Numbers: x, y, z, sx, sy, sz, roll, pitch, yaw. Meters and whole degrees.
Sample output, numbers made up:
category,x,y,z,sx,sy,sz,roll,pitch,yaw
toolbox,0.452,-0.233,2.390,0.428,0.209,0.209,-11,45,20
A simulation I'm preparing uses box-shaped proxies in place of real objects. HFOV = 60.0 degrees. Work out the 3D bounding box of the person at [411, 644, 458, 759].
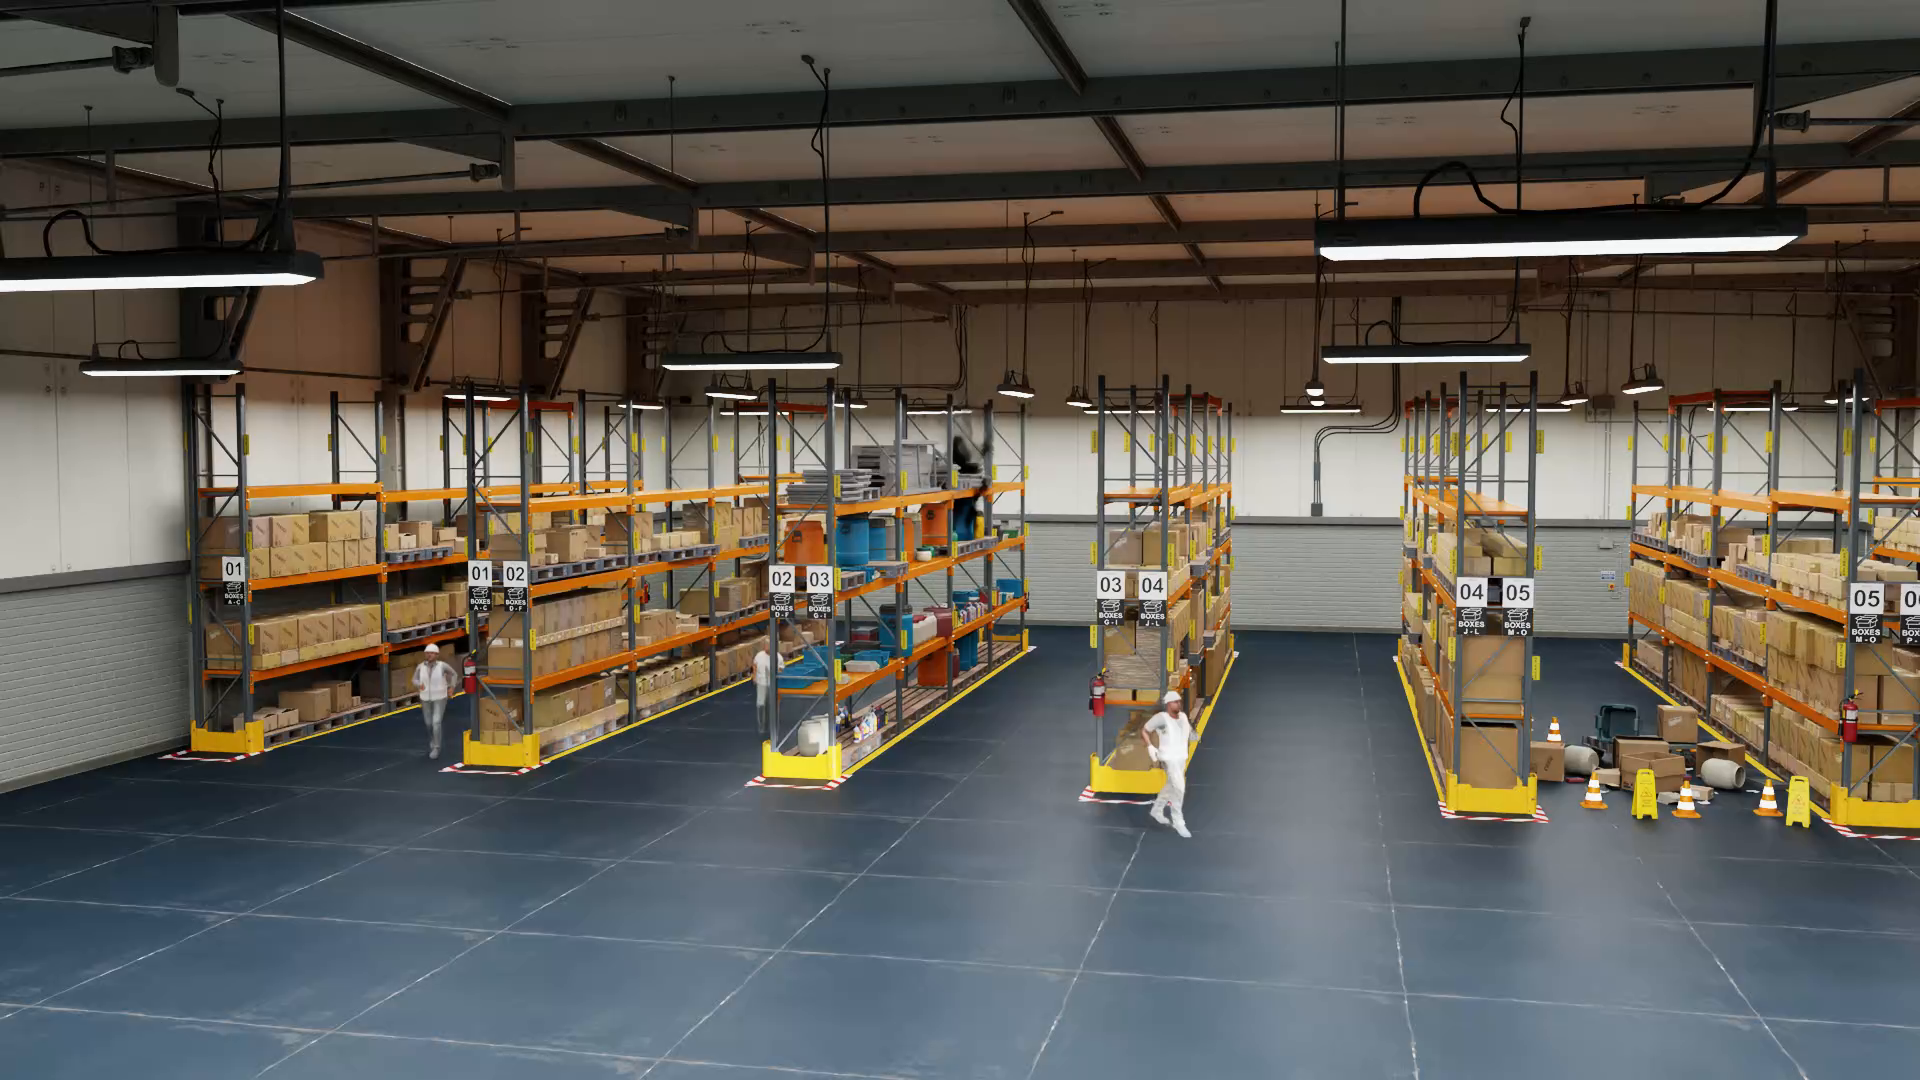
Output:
category,x,y,z,sx,sy,sz,roll,pitch,yaw
person,-8.493,2.561,26.829,0.704,1.780,0.940,0,3,0

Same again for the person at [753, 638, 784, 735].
category,x,y,z,sx,sy,sz,roll,pitch,yaw
person,-3.327,2.535,28.820,0.577,1.669,0.682,0,3,-1

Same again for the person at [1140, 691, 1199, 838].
category,x,y,z,sx,sy,sz,roll,pitch,yaw
person,2.740,2.872,21.522,0.665,1.841,0.806,-3,5,-44
